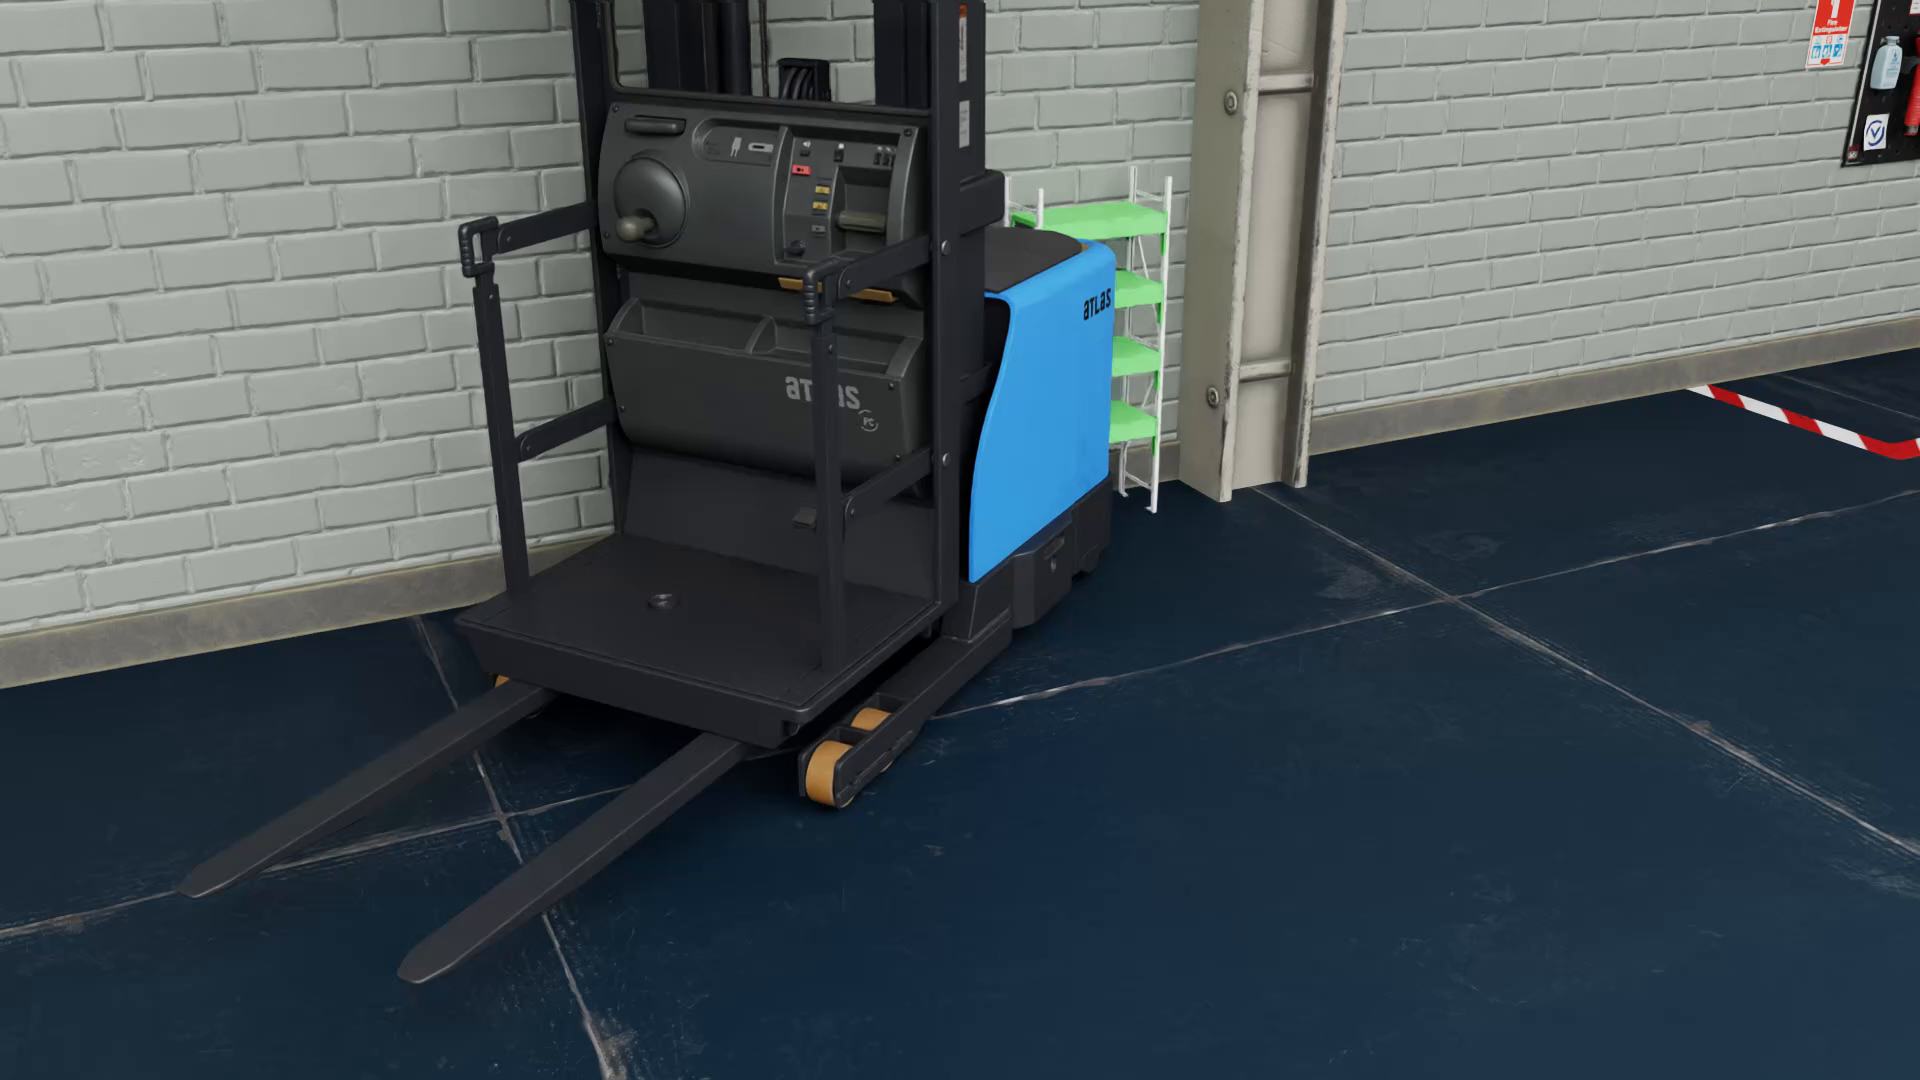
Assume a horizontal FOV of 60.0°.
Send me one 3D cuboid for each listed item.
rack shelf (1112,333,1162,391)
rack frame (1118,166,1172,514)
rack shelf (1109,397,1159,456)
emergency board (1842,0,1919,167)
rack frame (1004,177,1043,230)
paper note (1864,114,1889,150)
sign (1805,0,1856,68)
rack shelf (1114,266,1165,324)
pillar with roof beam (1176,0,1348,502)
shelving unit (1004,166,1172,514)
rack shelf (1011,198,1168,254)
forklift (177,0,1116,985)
[{"bbox_3d":[0.428,-0.591,5.776,0.480,0.148,0.258,-11,25,-24],"label":"rack shelf"},{"bbox_3d":[0.647,-0.692,5.852,0.015,1.200,0.240,-11,25,-24],"label":"rack frame"},{"bbox_3d":[0.428,-0.369,5.867,0.480,0.148,0.258,-11,25,-24],"label":"rack shelf"},{"bbox_3d":[4.222,-2.207,7.161,0.643,1.169,0.194,-10,25,-24],"label":"emergency board"},{"bbox_3d":[0.209,-0.609,5.652,0.015,1.200,0.240,-11,25,-24],"label":"rack frame"},{"bbox_3d":[4.033,-1.795,7.316,0.142,0.148,0.016,-10,25,-24],"label":"paper note"},{"bbox_3d":[3.680,-2.168,7.018,0.234,0.329,0.001,-10,25,-24],"label":"sign"},{"bbox_3d":[0.428,-0.813,5.685,0.480,0.148,0.258,-11,25,-24],"label":"rack shelf"},{"bbox_3d":[2.926,-2.897,0.984,0.400,9.000,9.100,-10,25,-24],"label":"pillar with roof beam"},{"bbox_3d":[0.428,-0.651,5.752,0.503,1.200,0.258,-11,25,-24],"label":"shelving unit"},{"bbox_3d":[0.427,-1.035,5.594,0.480,0.148,0.258,-11,25,-24],"label":"rack shelf"},{"bbox_3d":[-0.623,-0.882,4.049,1.130,2.935,3.031,11,25,25],"label":"forklift"}]
